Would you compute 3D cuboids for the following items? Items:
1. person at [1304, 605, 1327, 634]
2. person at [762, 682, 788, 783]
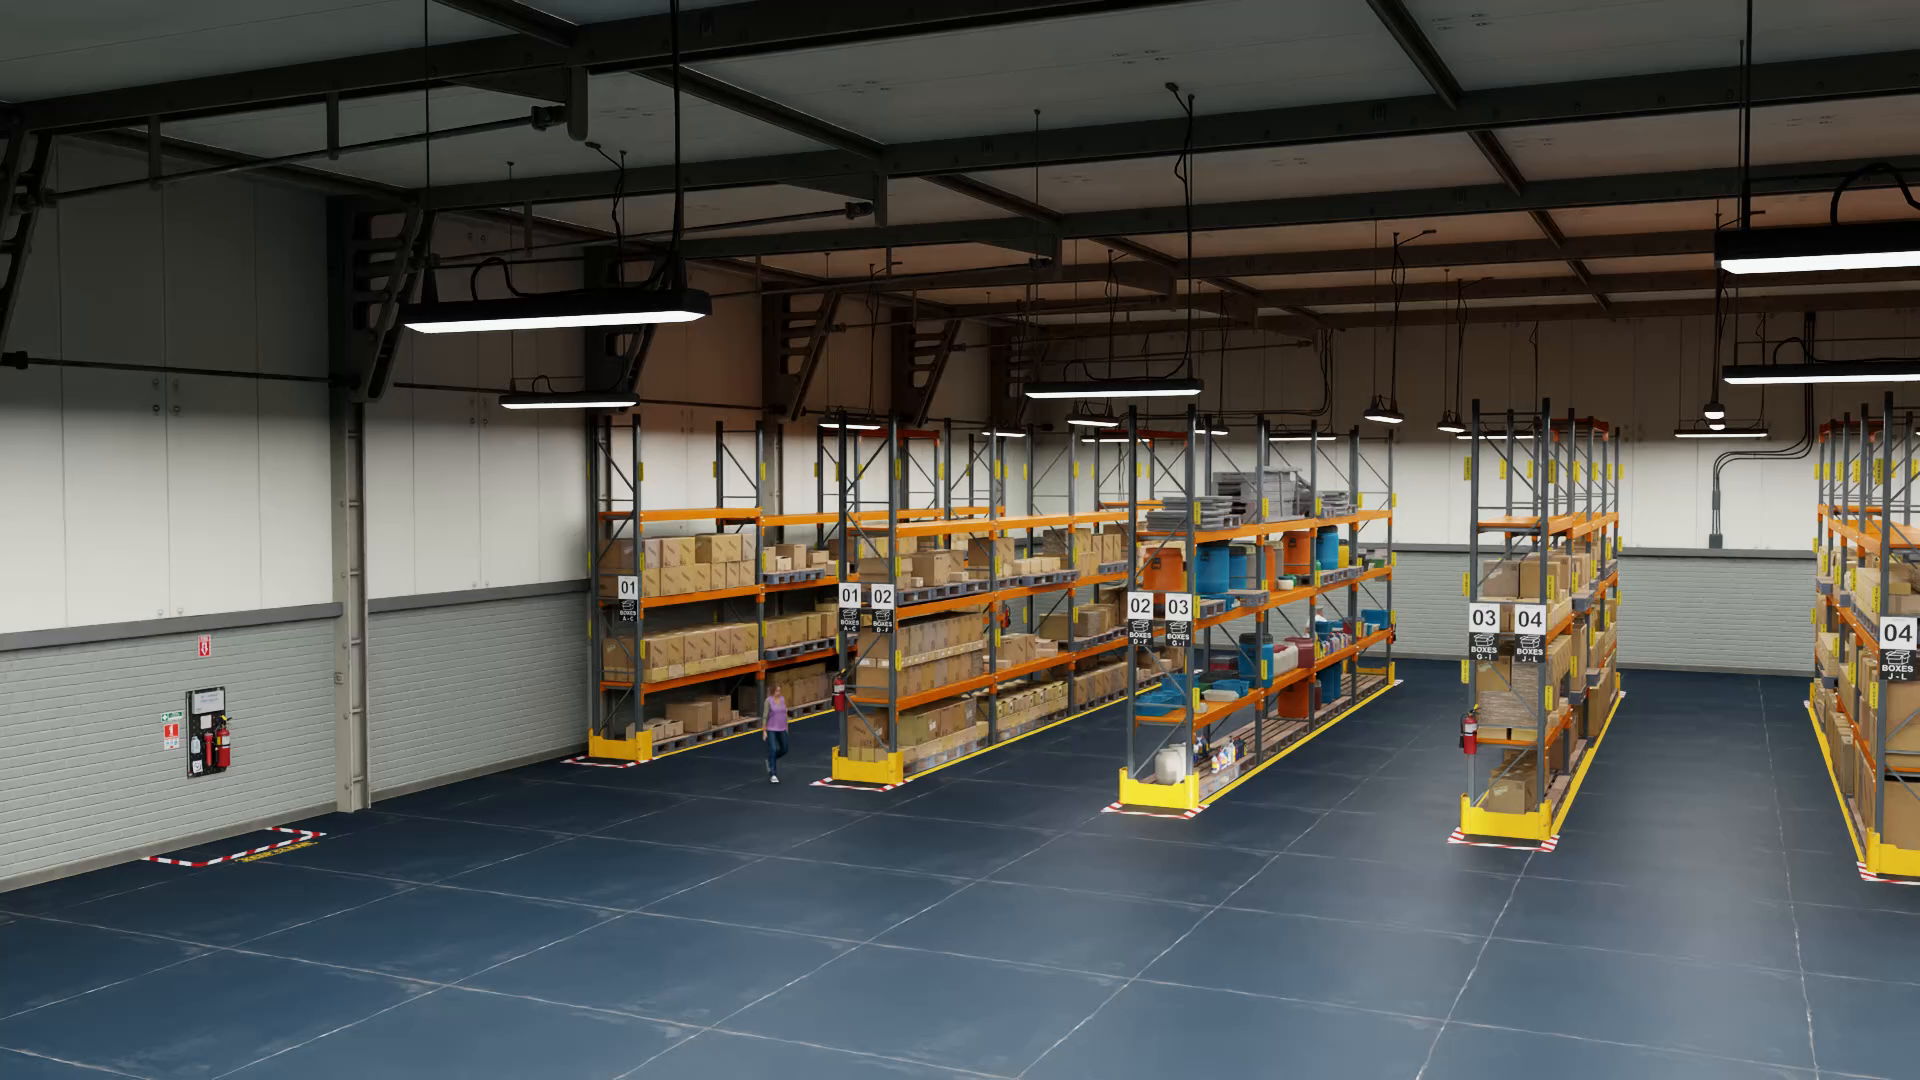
[{"bbox_3d":[8.729,2.467,40.582,0.719,1.729,0.633,-2,3,-44],"label":"person"},{"bbox_3d":[-2.997,3.090,26.906,0.490,1.585,0.643,-2,3,-34],"label":"person"}]
